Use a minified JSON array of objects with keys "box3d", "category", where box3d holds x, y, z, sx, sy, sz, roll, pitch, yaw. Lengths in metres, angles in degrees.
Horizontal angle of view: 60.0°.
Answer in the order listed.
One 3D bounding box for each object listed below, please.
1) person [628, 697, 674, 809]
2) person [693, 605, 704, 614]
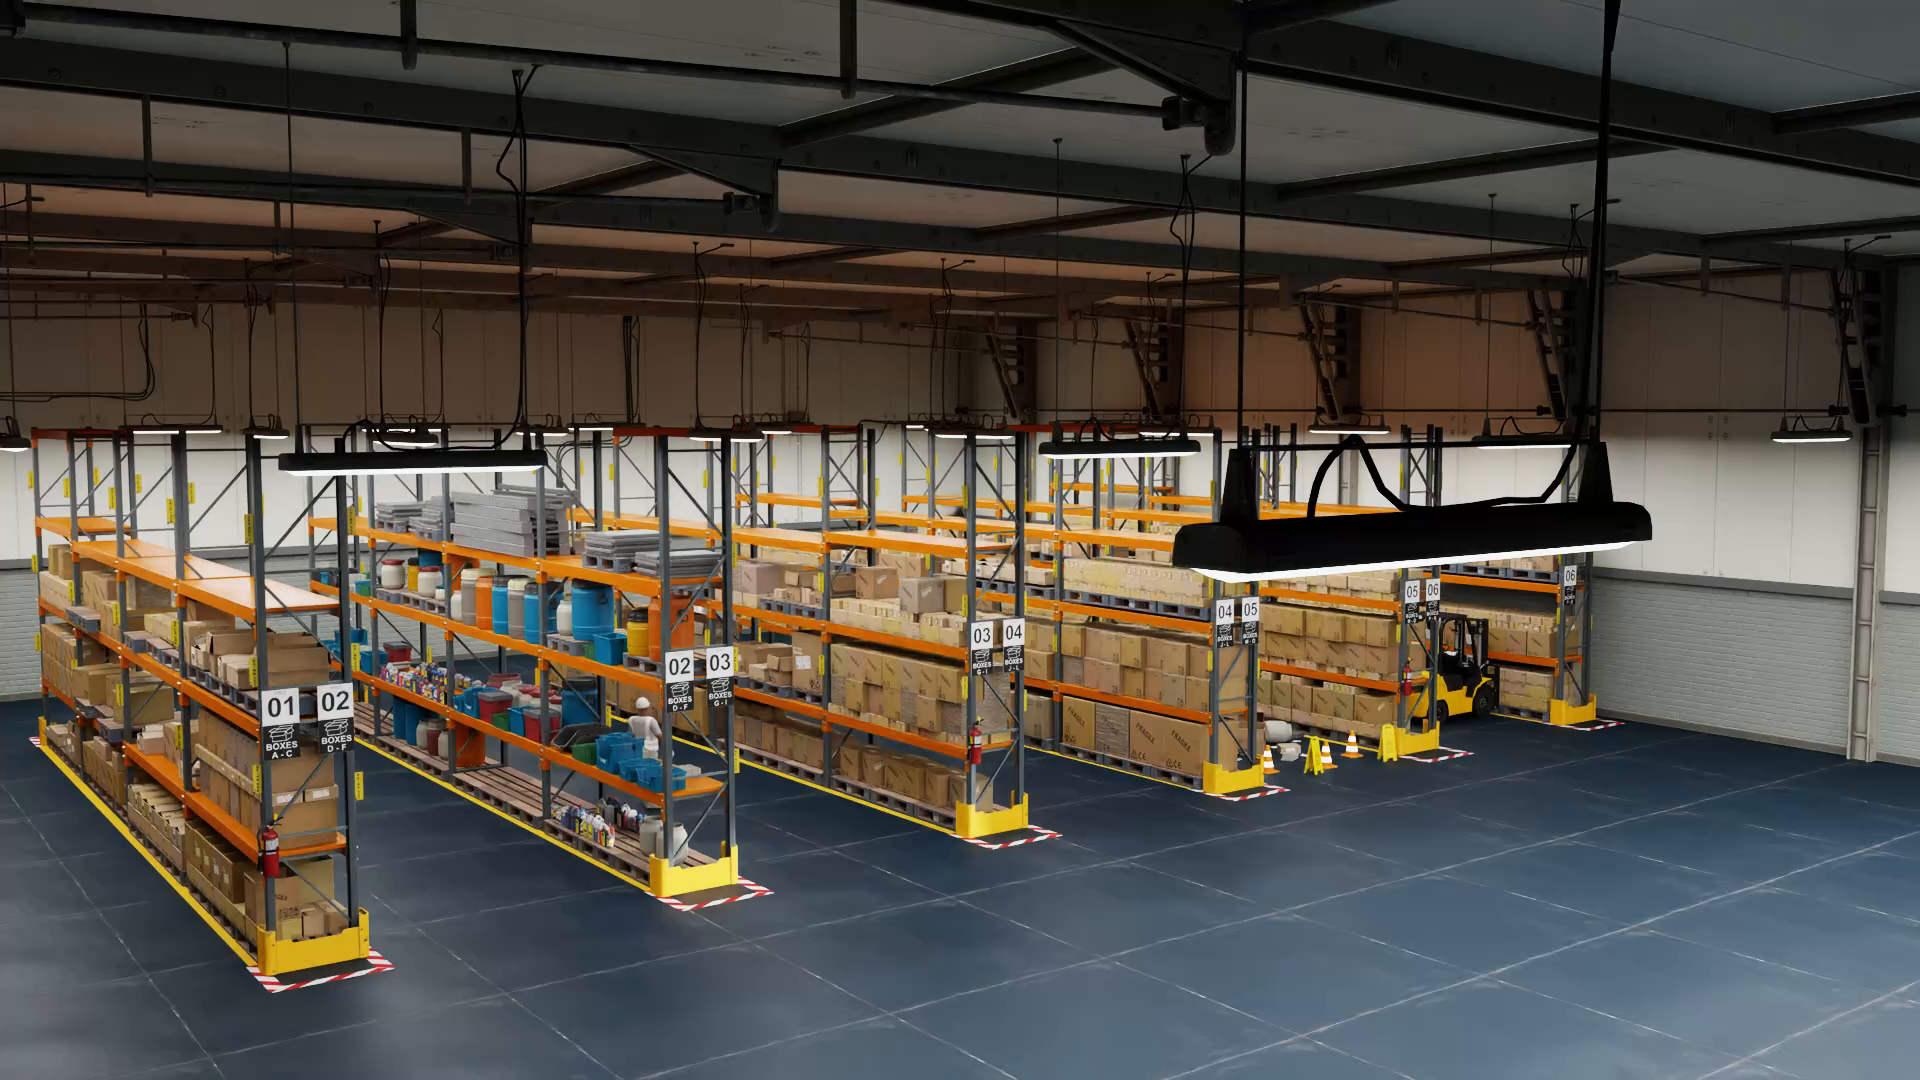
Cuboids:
[{"box3d":[-4.917,3.368,26.409,0.646,1.785,0.599,-3,5,-35],"category":"person"},{"box3d":[-6.840,2.118,42.781,0.616,1.728,1.000,-1,5,-11],"category":"person"}]
